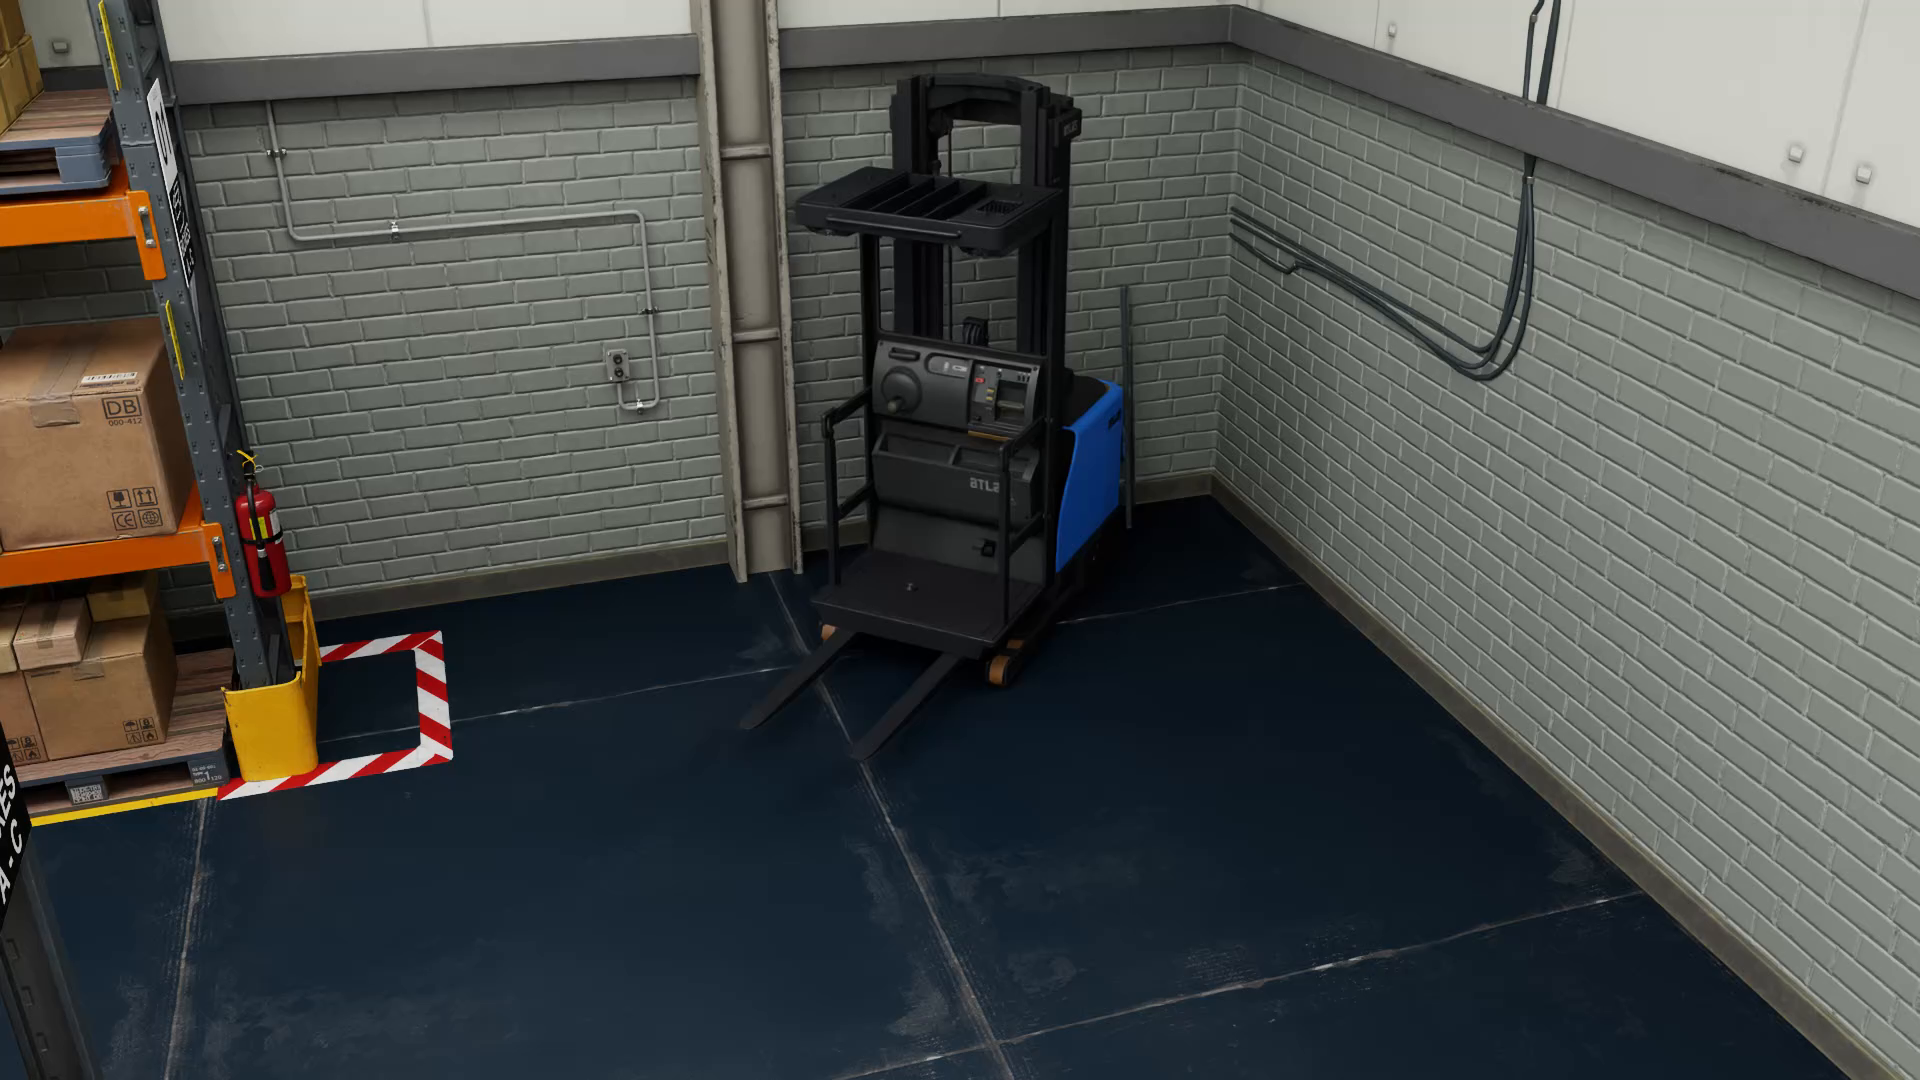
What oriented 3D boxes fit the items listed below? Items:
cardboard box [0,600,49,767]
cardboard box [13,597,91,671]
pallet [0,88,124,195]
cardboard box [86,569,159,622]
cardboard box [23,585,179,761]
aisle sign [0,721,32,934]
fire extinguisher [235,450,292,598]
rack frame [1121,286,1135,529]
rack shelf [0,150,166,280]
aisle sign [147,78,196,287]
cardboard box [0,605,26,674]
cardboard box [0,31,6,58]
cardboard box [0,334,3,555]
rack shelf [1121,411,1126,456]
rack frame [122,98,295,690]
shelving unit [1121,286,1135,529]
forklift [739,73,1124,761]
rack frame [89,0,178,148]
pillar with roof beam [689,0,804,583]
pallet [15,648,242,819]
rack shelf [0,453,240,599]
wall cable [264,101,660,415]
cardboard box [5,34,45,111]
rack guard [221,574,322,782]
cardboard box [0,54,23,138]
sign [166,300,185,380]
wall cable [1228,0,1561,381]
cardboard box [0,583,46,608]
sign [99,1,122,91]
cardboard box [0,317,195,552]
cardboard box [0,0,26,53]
[{"bbox_3d":[-4.569,0.691,7.823,0.500,0.500,0.700,-8,28,-16],"label":"cardboard box"},{"bbox_3d":[-4.159,0.426,7.627,0.250,0.149,0.380,-9,28,-17],"label":"cardboard box"},{"bbox_3d":[-4.161,-1.645,6.917,1.213,0.211,1.003,-8,28,-16],"label":"pallet"},{"bbox_3d":[-4.036,0.230,8.023,0.250,0.149,0.380,-8,28,-16],"label":"cardboard box"},{"bbox_3d":[-4.093,0.622,7.962,0.500,0.500,0.700,-8,28,-16],"label":"cardboard box"},{"bbox_3d":[-1.947,0.348,3.252,0.004,0.787,0.394,-8,28,-16],"label":"aisle sign"},{"bbox_3d":[-3.172,-0.072,7.528,0.183,0.674,0.296,-8,28,-16],"label":"fire extinguisher"},{"bbox_3d":[1.024,-0.857,10.117,0.032,1.500,0.500,0,23,9],"label":"rack frame"},{"bbox_3d":[-5.360,-1.194,6.717,4.000,0.370,1.077,-8,28,-16],"label":"rack shelf"},{"bbox_3d":[-3.297,-1.495,6.965,0.004,0.787,0.394,-8,28,-16],"label":"aisle sign"},{"bbox_3d":[-4.402,0.462,7.556,0.250,0.149,0.380,-7,27,-15],"label":"cardboard box"},{"bbox_3d":[-4.070,-2.077,6.428,0.500,0.500,0.500,-8,28,-16],"label":"cardboard box"},{"bbox_3d":[-4.629,-0.403,7.351,0.700,0.700,0.980,-8,28,-17],"label":"cardboard box"},{"bbox_3d":[0.533,-0.691,10.265,1.000,0.185,0.538,0,23,9],"label":"rack shelf"},{"bbox_3d":[-3.459,-0.448,7.779,0.127,3.000,1.000,-8,28,-16],"label":"rack frame"},{"bbox_3d":[0.522,-0.856,10.197,1.048,1.500,0.538,0,23,9],"label":"shelving unit"},{"bbox_3d":[-0.114,-0.766,8.497,1.130,2.935,3.031,12,29,22],"label":"forklift"},{"bbox_3d":[-3.459,-3.135,6.445,0.127,3.000,1.000,-8,28,-16],"label":"rack frame"},{"bbox_3d":[0.174,-2.052,4.264,0.400,9.000,9.100,-8,28,-16],"label":"pillar with roof beam"},{"bbox_3d":[-4.195,0.944,8.111,1.213,0.211,1.003,-8,28,-16],"label":"pallet"},{"bbox_3d":[-5.360,0.150,7.384,4.000,0.370,1.077,-8,28,-16],"label":"rack shelf"},{"bbox_3d":[-2.534,-1.479,8.714,1.851,1.984,0.084,-8,28,-16],"label":"wall cable"},{"bbox_3d":[-4.229,-1.960,7.036,0.500,0.250,0.500,-7,27,-13],"label":"cardboard box"},{"bbox_3d":[-3.436,0.668,8.342,0.348,0.500,1.175,-8,28,-16],"label":"rack guard"},{"bbox_3d":[-4.073,-1.744,6.601,0.500,0.250,0.500,-7,27,-15],"label":"cardboard box"},{"bbox_3d":[-3.304,-0.841,7.003,0.005,0.325,0.100,-8,28,-16],"label":"sign"},{"bbox_3d":[2.030,-2.372,8.400,0.112,2.526,3.097,-8,28,-16],"label":"wall cable"},{"bbox_3d":[-4.518,0.300,7.882,0.250,0.149,0.380,-8,28,-16],"label":"cardboard box"},{"bbox_3d":[-3.304,-1.921,6.467,0.005,0.325,0.100,-8,28,-16],"label":"sign"},{"bbox_3d":[-3.941,-0.508,7.562,0.700,0.700,0.980,-7,27,-14],"label":"cardboard box"},{"bbox_3d":[-4.228,-2.295,6.866,0.500,0.500,0.500,-9,28,-18],"label":"cardboard box"}]
